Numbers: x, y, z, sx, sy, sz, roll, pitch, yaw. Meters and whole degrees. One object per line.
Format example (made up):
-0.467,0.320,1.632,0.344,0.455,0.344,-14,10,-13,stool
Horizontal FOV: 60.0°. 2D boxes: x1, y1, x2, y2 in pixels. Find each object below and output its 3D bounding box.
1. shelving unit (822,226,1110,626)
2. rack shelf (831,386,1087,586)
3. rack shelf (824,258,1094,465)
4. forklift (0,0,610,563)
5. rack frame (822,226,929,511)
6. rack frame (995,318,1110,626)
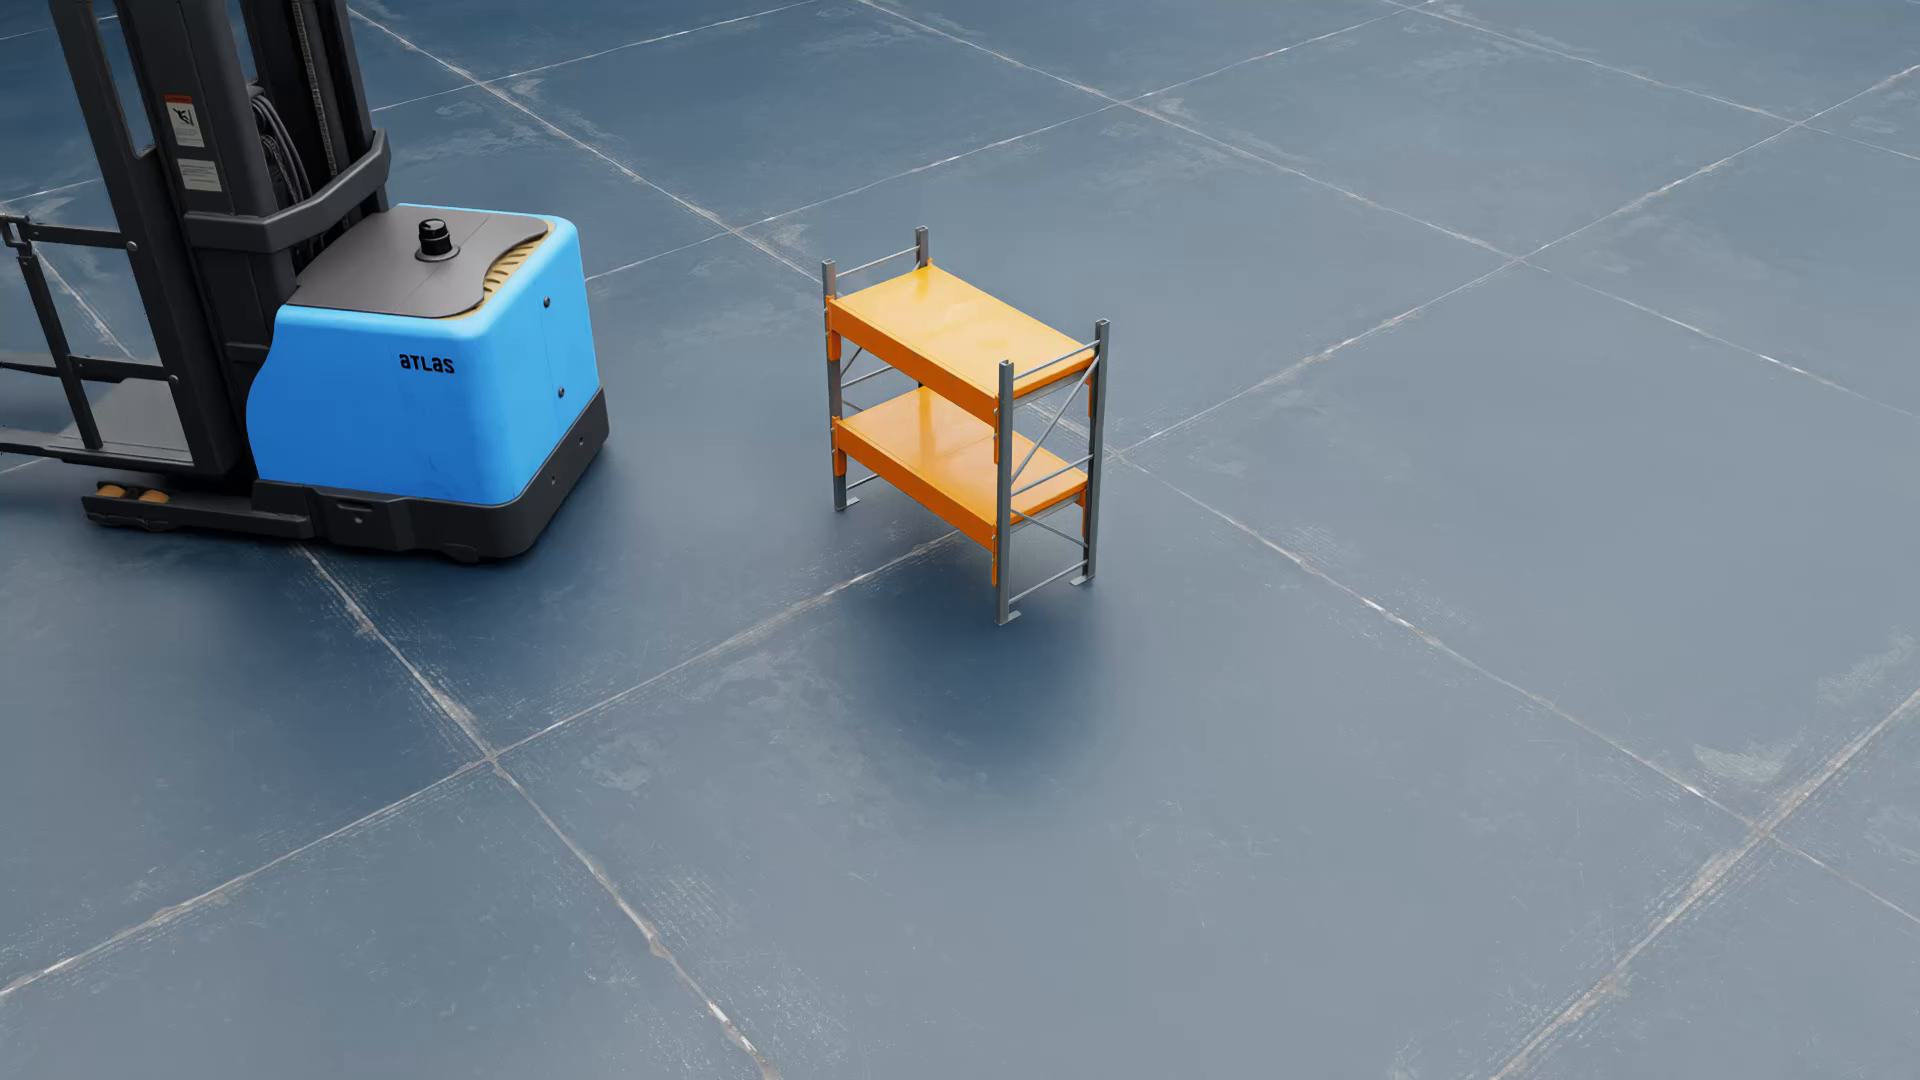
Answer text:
0.004,-0.456,6.421,0.538,1.125,1.048,-26,43,-32,shelving unit
0.004,-0.257,6.562,0.538,0.278,1.000,-26,43,-32,rack shelf
0.004,-0.695,6.252,0.538,0.278,1.000,-26,43,-32,rack shelf
-3.104,-1.523,6.364,3.031,2.935,1.130,7,36,9,forklift
-0.324,-0.680,6.738,0.500,1.125,0.032,-26,43,-32,rack frame
0.332,-0.232,6.104,0.500,1.125,0.032,-26,43,-32,rack frame
